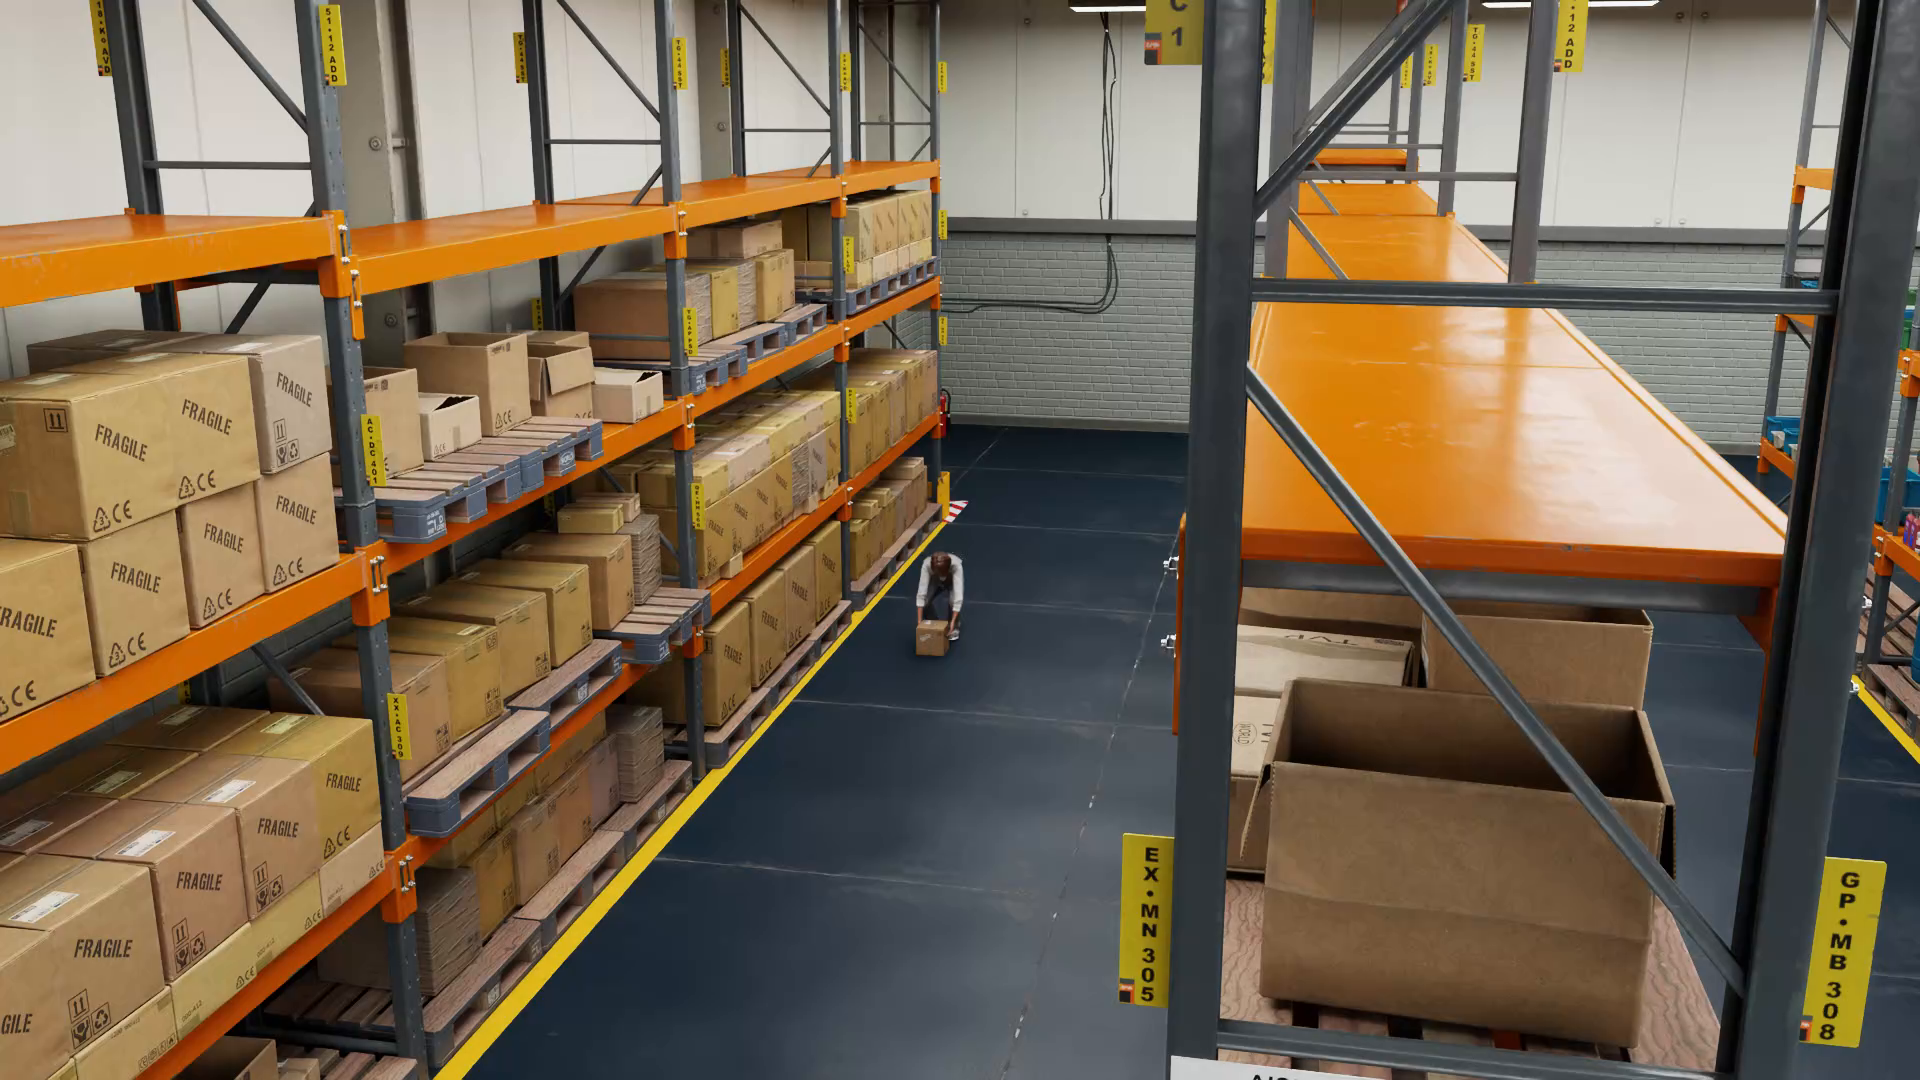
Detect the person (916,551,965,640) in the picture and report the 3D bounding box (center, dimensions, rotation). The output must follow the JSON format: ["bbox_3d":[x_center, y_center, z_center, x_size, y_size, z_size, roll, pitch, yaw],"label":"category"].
[{"bbox_3d":[-0.151,0.473,15.121,0.449,0.898,0.792,3,15,12],"label":"person"}]
